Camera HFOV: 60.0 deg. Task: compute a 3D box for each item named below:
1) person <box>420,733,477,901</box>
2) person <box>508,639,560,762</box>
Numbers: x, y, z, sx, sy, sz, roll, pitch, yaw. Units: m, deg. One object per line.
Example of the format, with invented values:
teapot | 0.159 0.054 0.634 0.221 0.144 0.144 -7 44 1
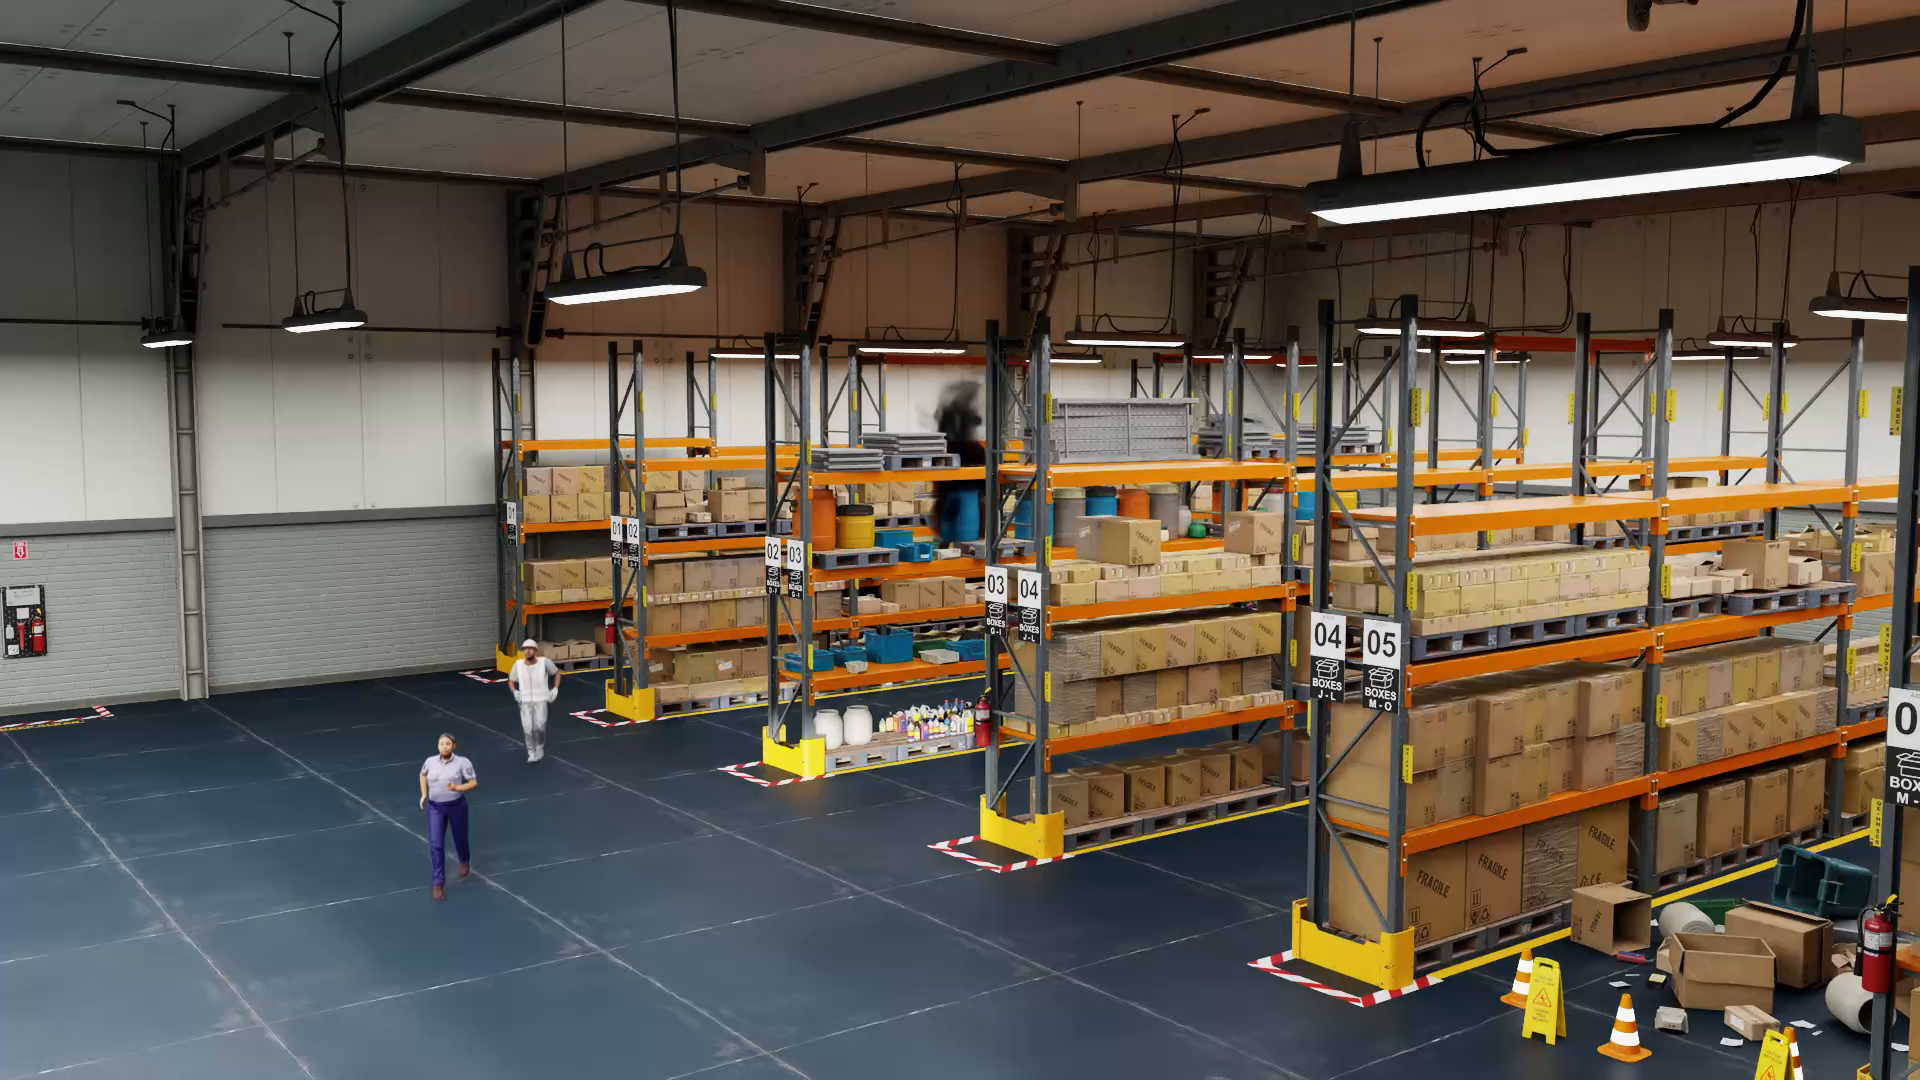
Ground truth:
person | -5.315 2.813 17.264 0.607 1.636 0.941 -1 5 -9
person | -5.953 2.256 23.198 0.695 1.737 0.568 0 5 -6
